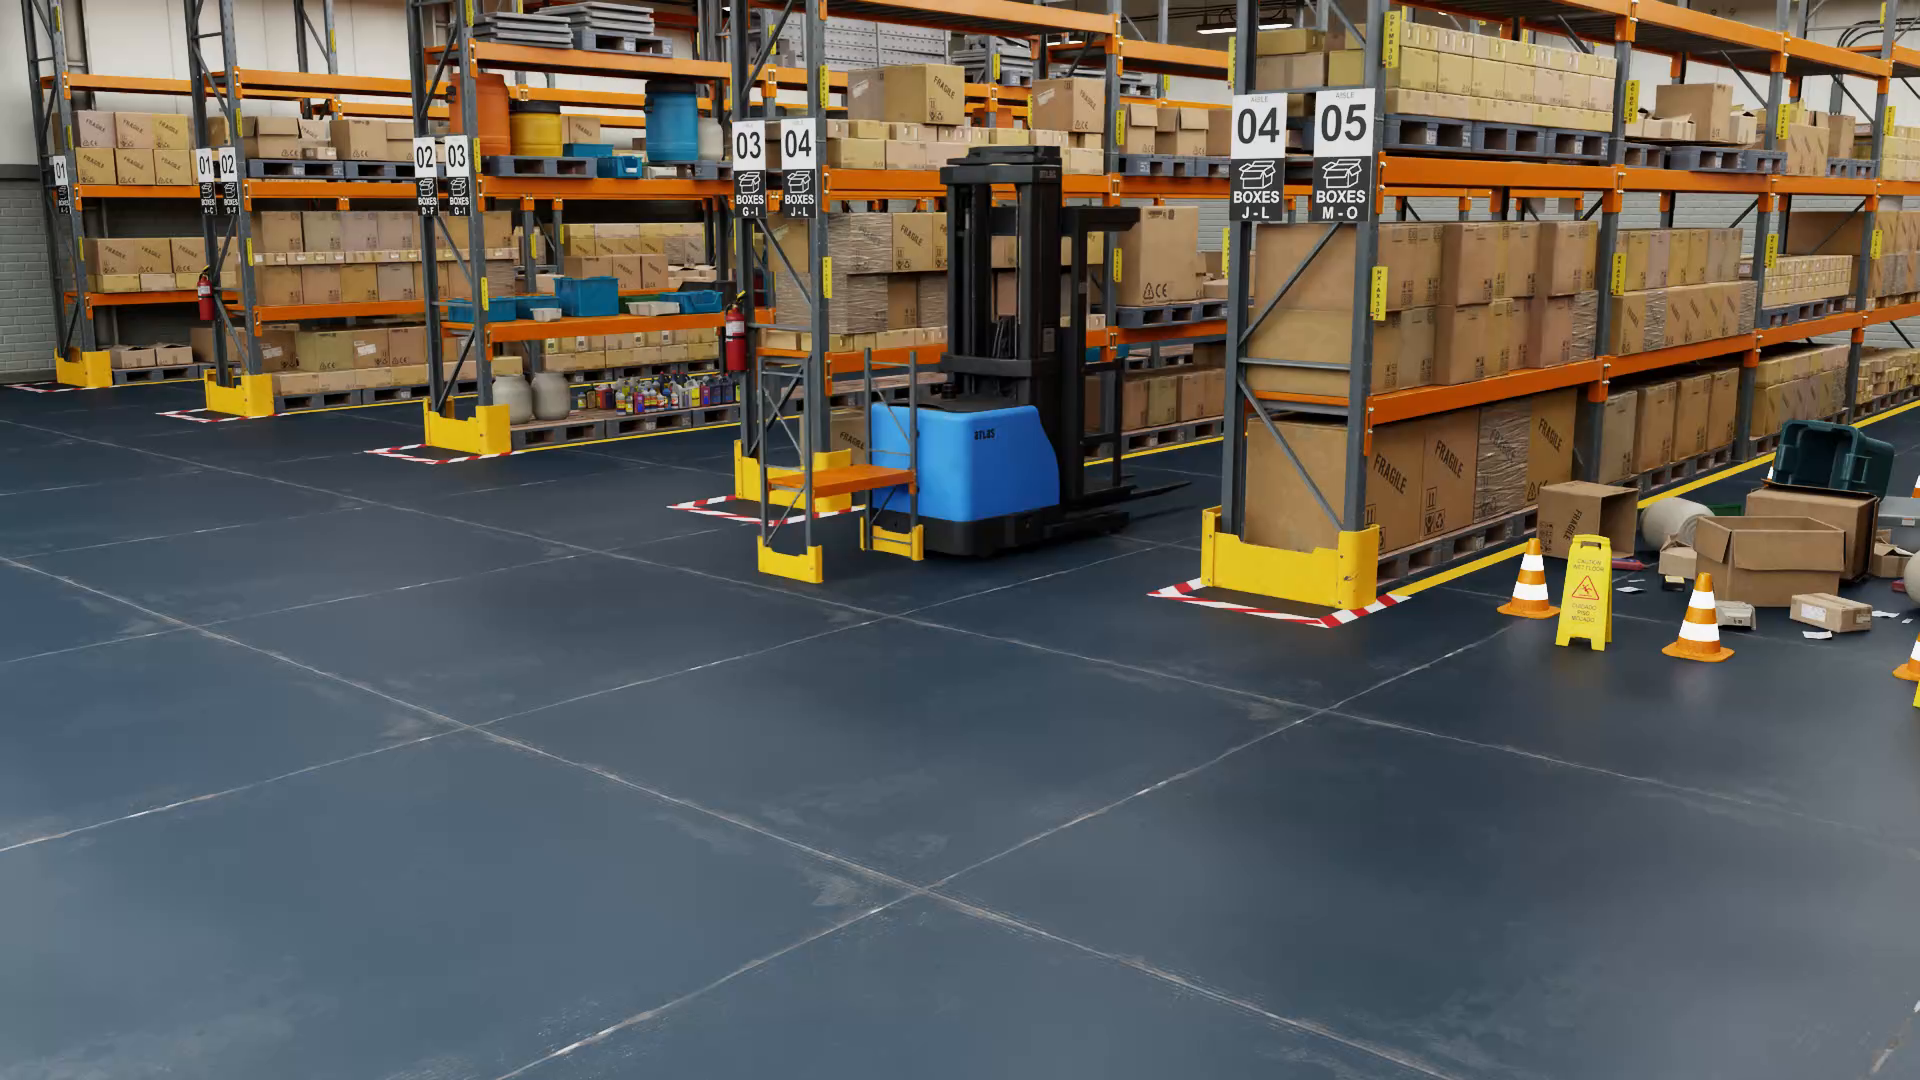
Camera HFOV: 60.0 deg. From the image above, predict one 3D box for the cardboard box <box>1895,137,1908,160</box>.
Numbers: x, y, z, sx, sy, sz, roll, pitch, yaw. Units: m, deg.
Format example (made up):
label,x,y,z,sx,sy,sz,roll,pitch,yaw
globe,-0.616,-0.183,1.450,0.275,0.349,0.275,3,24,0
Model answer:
label,x,y,z,sx,sy,sz,roll,pitch,yaw
cardboard box,10.919,-4.648,19.774,0.500,0.250,0.500,10,15,40

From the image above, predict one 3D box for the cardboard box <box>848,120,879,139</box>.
label,x,y,z,sx,sy,sz,roll,pitch,yaw
cardboard box,-0.893,-3.413,13.848,0.380,0.149,0.250,10,15,42

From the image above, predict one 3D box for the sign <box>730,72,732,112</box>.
label,x,y,z,sx,sy,sz,roll,pitch,yaw
sign,-1.896,-3.764,13.978,0.100,0.325,0.005,10,15,40

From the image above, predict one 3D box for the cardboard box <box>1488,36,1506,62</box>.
label,x,y,z,sx,sy,sz,roll,pitch,yaw
cardboard box,3.466,-3.316,11.277,0.380,0.149,0.250,10,15,40

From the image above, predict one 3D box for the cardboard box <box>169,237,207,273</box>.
label,x,y,z,sx,sy,sz,roll,pitch,yaw
cardboard box,-11.434,-4.187,24.434,0.500,0.500,0.500,9,14,39

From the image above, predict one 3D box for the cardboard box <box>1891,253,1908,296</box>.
label,x,y,z,sx,sy,sz,roll,pitch,yaw
cardboard box,11.285,-3.272,20.418,0.500,0.500,0.500,9,15,39

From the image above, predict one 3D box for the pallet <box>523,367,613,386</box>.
label,x,y,z,sx,sy,sz,roll,pitch,yaw
pallet,-5.833,-2.400,24.187,1.003,0.211,1.213,10,15,40

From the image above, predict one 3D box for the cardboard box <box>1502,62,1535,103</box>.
label,x,y,z,sx,sy,sz,roll,pitch,yaw
cardboard box,3.677,-3.187,11.645,0.500,0.250,0.500,10,15,40

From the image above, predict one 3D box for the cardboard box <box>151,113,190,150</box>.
label,x,y,z,sx,sy,sz,roll,pitch,yaw
cardboard box,-11.519,-5.895,24.048,0.500,0.500,0.500,10,15,42

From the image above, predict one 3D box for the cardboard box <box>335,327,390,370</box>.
label,x,y,z,sx,sy,sz,roll,pitch,yaw
cardboard box,-7.761,-2.490,21.552,0.500,0.500,0.500,10,15,40

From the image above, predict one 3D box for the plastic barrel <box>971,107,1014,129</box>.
label,x,y,z,sx,sy,sz,roll,pitch,yaw
plastic barrel,0.445,-5.572,23.123,0.600,0.830,0.708,10,15,40

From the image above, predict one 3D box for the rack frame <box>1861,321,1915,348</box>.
label,x,y,z,sx,sy,sz,roll,pitch,yaw
rack frame,12.729,-3.482,22.485,1.000,3.000,0.127,10,15,40

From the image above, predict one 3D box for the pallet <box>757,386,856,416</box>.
label,x,y,z,sx,sy,sz,roll,pitch,yaw
pallet,-2.083,-1.766,21.014,1.003,0.211,1.213,10,15,40

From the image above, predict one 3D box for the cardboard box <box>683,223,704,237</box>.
label,x,y,z,sx,sy,sz,roll,pitch,yaw
cardboard box,-5.194,-5.867,31.449,0.500,0.250,0.500,10,15,42

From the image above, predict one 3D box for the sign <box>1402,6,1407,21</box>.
label,x,y,z,sx,sy,sz,roll,pitch,yaw
sign,6.029,-7.102,22.507,0.100,0.325,0.005,10,15,40

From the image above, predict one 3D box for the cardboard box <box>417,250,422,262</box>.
label,x,y,z,sx,sy,sz,roll,pitch,yaw
cardboard box,-7.148,-3.767,22.000,0.380,0.149,0.250,10,15,42

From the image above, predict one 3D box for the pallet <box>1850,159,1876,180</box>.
label,x,y,z,sx,sy,sz,roll,pitch,yaw
pallet,9.601,-4.195,18.878,1.213,0.211,1.003,10,15,40

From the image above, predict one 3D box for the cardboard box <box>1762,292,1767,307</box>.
label,x,y,z,sx,sy,sz,roll,pitch,yaw
cardboard box,7.895,-2.427,16.775,0.380,0.149,0.250,10,15,40

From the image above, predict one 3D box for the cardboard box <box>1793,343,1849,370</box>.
label,x,y,z,sx,sy,sz,roll,pitch,yaw
cardboard box,9.787,-2.099,18.957,0.500,0.250,0.500,9,15,39

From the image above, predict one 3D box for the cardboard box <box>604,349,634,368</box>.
label,x,y,z,sx,sy,sz,roll,pitch,yaw
cardboard box,-5.160,-2.690,24.470,0.500,0.250,0.500,9,15,39

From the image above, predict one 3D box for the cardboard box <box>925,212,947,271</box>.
label,x,y,z,sx,sy,sz,roll,pitch,yaw
cardboard box,-0.260,-2.661,14.809,0.500,0.500,0.500,10,15,40

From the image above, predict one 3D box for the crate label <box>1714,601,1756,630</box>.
label,x,y,z,sx,sy,sz,roll,pitch,yaw
crate label,4.681,0.454,10.089,0.250,0.136,0.298,2,12,11

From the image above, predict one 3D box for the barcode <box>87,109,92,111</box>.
label,x,y,z,sx,sy,sz,roll,pitch,yaw
barcode,-12.561,-6.179,23.990,0.001,0.075,0.075,10,15,40

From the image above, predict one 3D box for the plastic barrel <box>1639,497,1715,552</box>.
label,x,y,z,sx,sy,sz,roll,pitch,yaw
plastic barrel,5.211,-0.088,12.070,0.421,0.421,0.512,-2,11,-9

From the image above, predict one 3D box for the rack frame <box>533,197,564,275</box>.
label,x,y,z,sx,sy,sz,roll,pitch,yaw
rack frame,-7.373,-4.882,29.497,1.000,3.000,0.127,10,15,40

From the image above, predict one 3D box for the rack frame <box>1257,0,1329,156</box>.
label,x,y,z,sx,sy,sz,roll,pitch,yaw
rack frame,3.789,-5.903,19.290,1.000,3.000,0.127,10,15,40

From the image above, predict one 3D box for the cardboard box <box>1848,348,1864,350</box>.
label,x,y,z,sx,sy,sz,roll,pitch,yaw
cardboard box,11.774,-2.472,22.116,0.380,0.149,0.250,10,15,40

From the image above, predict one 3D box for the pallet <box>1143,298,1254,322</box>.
label,x,y,z,sx,sy,sz,roll,pitch,yaw
pallet,2.513,-2.570,18.412,1.003,0.211,1.213,10,15,40

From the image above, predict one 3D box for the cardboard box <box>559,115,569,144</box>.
label,x,y,z,sx,sy,sz,roll,pitch,yaw
cardboard box,-5.854,-5.711,23.381,0.500,0.500,0.500,10,15,41

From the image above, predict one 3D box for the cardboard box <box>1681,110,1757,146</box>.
label,x,y,z,sx,sy,sz,roll,pitch,yaw
cardboard box,6.983,-3.794,15.292,0.500,0.311,0.500,10,15,40

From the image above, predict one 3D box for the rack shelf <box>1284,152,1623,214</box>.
label,x,y,z,sx,sy,sz,roll,pitch,yaw
rack shelf,3.487,-2.540,11.949,1.077,0.370,4.000,10,15,40

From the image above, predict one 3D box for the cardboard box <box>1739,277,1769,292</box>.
label,x,y,z,sx,sy,sz,roll,pitch,yaw
cardboard box,7.918,-2.579,16.773,0.380,0.149,0.250,11,15,43

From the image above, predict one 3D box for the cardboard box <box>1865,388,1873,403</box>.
label,x,y,z,sx,sy,sz,roll,pitch,yaw
cardboard box,10.746,-1.752,20.033,0.380,0.149,0.250,10,15,42

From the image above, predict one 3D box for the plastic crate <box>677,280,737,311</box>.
label,x,y,z,sx,sy,sz,roll,pitch,yaw
plastic crate,-3.013,-2.922,19.840,0.767,0.338,0.504,10,15,40

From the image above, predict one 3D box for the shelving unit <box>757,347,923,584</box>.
label,x,y,z,sx,sy,sz,roll,pitch,yaw
shelving unit,-0.836,-0.556,11.667,0.587,1.500,1.083,10,15,41

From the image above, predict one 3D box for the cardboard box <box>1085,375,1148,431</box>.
label,x,y,z,sx,sy,sz,roll,pitch,yaw
cardboard box,1.570,-1.450,17.571,0.700,0.500,0.500,8,14,36

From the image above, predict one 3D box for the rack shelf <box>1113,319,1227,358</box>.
label,x,y,z,sx,sy,sz,roll,pitch,yaw
rack shelf,2.469,-2.314,18.475,1.077,0.370,4.000,10,15,40

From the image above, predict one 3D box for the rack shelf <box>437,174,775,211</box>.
label,x,y,z,sx,sy,sz,roll,pitch,yaw
rack shelf,-3.892,-3.837,18.441,1.077,0.370,4.000,10,15,40

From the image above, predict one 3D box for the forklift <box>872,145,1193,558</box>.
label,x,y,z,sx,sy,sz,roll,pitch,yaw
forklift,0.684,-1.535,12.915,1.130,2.935,3.031,10,15,42

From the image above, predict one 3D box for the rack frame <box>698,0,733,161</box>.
label,x,y,z,sx,sy,sz,roll,pitch,yaw
rack frame,-3.650,-7.184,25.705,1.000,3.000,0.127,10,15,40

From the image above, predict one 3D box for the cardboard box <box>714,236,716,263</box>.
label,x,y,z,sx,sy,sz,roll,pitch,yaw
cardboard box,-4.848,-5.575,31.899,0.500,0.500,0.500,9,15,39

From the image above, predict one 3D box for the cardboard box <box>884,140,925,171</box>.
label,x,y,z,sx,sy,sz,roll,pitch,yaw
cardboard box,-0.644,-3.295,14.277,0.500,0.250,0.500,9,15,39

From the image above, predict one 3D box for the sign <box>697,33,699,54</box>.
label,x,y,z,sx,sy,sz,roll,pitch,yaw
sign,-4.064,-7.750,25.950,0.100,0.325,0.005,10,15,40

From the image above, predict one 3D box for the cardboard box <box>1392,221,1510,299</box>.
label,x,y,z,sx,sy,sz,roll,pitch,yaw
cardboard box,3.459,-2.033,12.091,0.875,0.550,0.500,10,15,40

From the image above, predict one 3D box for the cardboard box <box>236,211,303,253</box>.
label,x,y,z,sx,sy,sz,roll,pitch,yaw
cardboard box,-8.578,-3.825,20.638,0.700,0.500,0.500,10,15,41

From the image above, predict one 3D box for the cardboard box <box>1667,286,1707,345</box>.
label,x,y,z,sx,sy,sz,roll,pitch,yaw
cardboard box,6.357,-2.030,14.962,0.500,0.500,0.500,10,15,41

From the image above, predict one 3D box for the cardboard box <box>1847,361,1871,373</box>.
label,x,y,z,sx,sy,sz,roll,pitch,yaw
cardboard box,10.828,-2.093,20.221,0.380,0.149,0.250,9,15,40

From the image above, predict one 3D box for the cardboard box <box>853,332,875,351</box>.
label,x,y,z,sx,sy,sz,roll,pitch,yaw
cardboard box,-0.945,-1.706,14.236,0.380,0.149,0.250,10,15,40

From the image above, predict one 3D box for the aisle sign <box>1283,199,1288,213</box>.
label,x,y,z,sx,sy,sz,roll,pitch,yaw
aisle sign,5.617,-6.026,28.585,0.394,0.787,0.004,10,15,40

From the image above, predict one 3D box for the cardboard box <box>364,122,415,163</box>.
label,x,y,z,sx,sy,sz,roll,pitch,yaw
cardboard box,-7.472,-5.224,21.856,0.637,0.503,0.797,-10,15,-41

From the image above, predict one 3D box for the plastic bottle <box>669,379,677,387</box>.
label,x,y,z,sx,sy,sz,roll,pitch,yaw
plastic bottle,-3.422,-1.789,19.850,0.097,0.271,0.097,0,11,0

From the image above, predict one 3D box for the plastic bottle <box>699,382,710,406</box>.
label,x,y,z,sx,sy,sz,roll,pitch,yaw
plastic bottle,-2.984,-1.707,19.411,0.133,0.283,0.061,-11,16,-44

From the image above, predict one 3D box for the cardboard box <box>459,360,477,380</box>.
label,x,y,z,sx,sy,sz,roll,pitch,yaw
cardboard box,-6.770,-2.343,22.730,0.500,0.250,0.500,10,15,40

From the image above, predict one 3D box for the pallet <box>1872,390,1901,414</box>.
label,x,y,z,sx,sy,sz,roll,pitch,yaw
pallet,11.310,-1.810,21.232,1.003,0.211,1.213,10,15,40

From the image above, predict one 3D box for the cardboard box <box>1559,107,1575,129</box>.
label,x,y,z,sx,sy,sz,roll,pitch,yaw
cardboard box,4.303,-3.111,12.285,0.380,0.149,0.250,10,15,41

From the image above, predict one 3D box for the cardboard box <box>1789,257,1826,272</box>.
label,x,y,z,sx,sy,sz,roll,pitch,yaw
cardboard box,9.283,-3.032,18.282,0.380,0.149,0.250,9,14,39
